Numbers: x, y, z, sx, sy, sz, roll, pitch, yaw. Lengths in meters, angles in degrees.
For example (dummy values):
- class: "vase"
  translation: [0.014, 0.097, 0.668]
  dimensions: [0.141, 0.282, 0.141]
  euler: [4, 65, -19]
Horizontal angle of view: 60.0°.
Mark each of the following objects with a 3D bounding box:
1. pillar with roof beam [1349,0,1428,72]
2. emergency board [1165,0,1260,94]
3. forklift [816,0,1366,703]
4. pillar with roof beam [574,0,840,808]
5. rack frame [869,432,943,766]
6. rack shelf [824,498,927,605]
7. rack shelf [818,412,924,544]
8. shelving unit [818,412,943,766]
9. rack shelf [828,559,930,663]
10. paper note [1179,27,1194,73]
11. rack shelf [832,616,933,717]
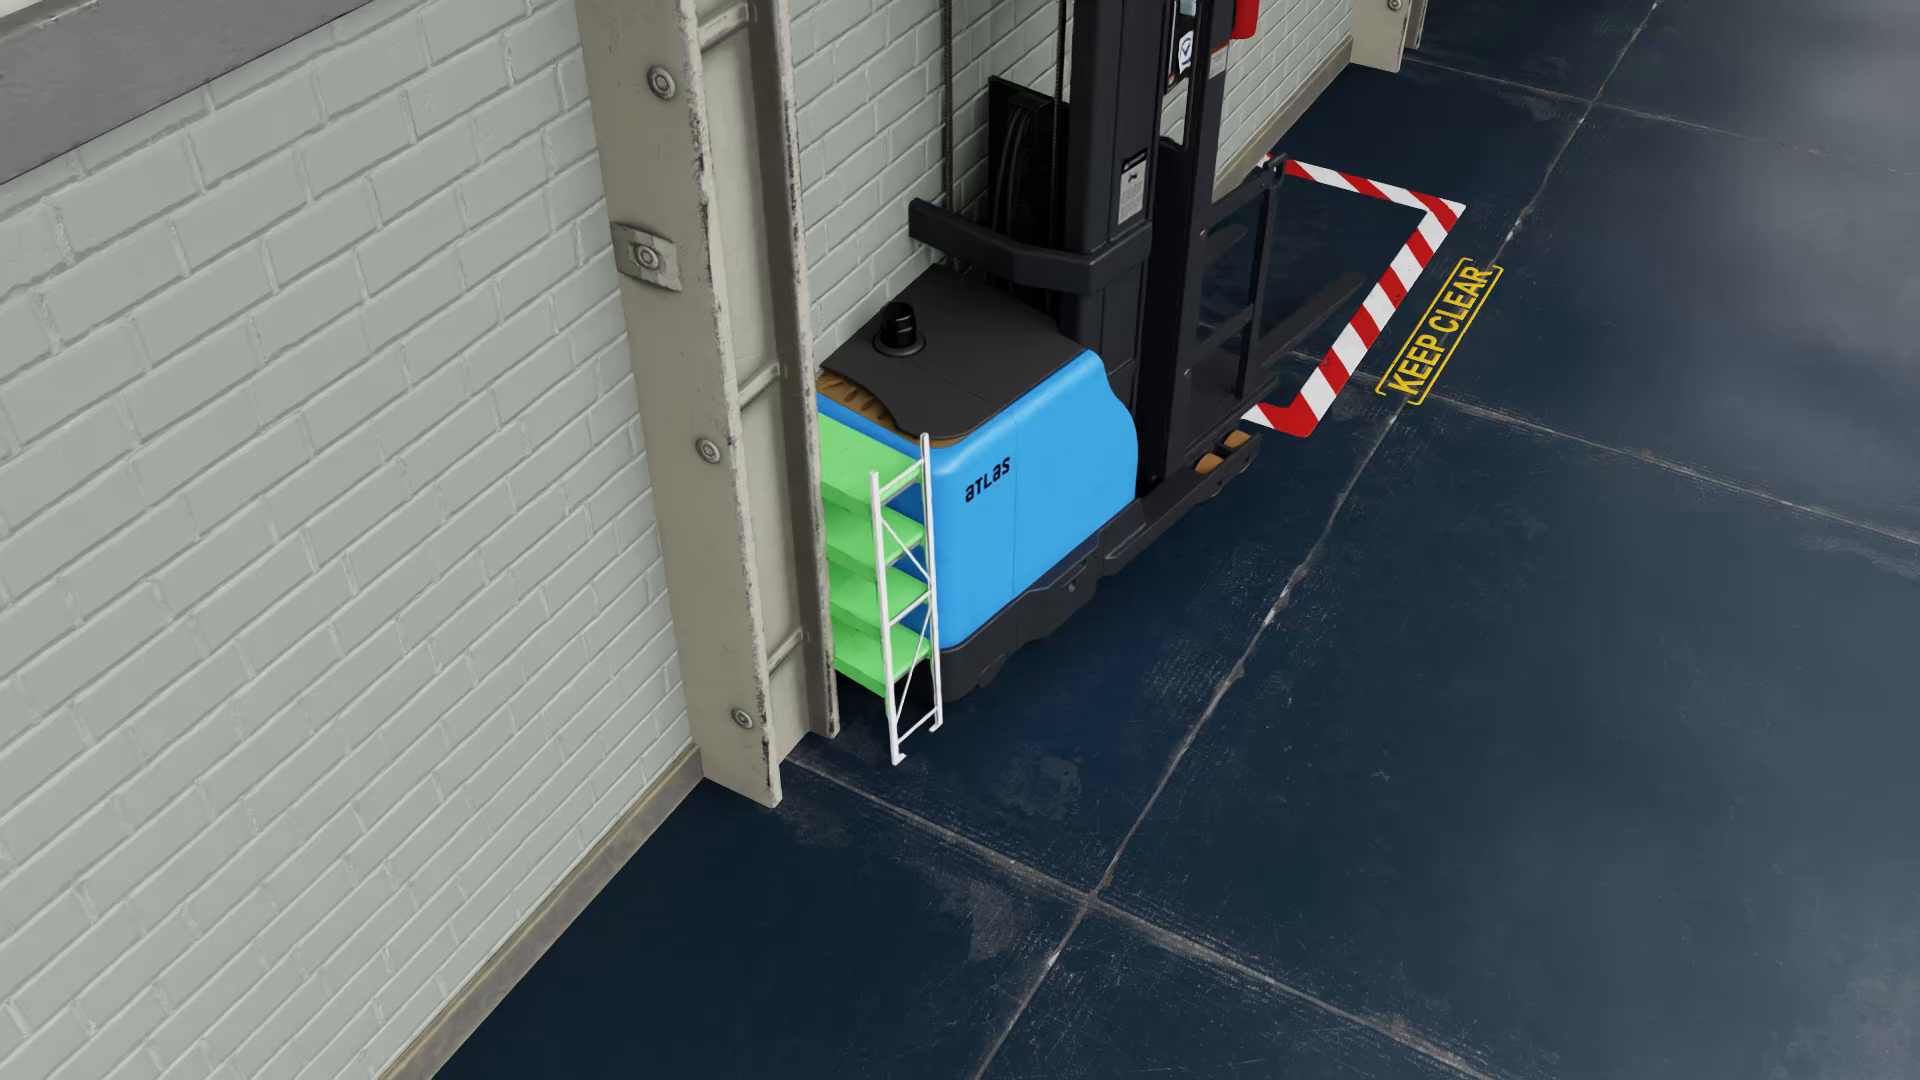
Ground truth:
- class: "pillar with roof beam"
  translation: [6.102, -4.697, 4.775]
  dimensions: [9.100, 9.000, 0.400]
  euler: [21, 45, 22]
- class: "emergency board"
  translation: [1.105, -2.468, 6.783]
  dimensions: [0.194, 1.169, 0.643]
  euler: [21, 45, 22]
- class: "forklift"
  translation: [0.528, -1.461, 5.691]
  dimensions: [1.130, 2.935, 3.031]
  euler: [29, 49, 29]
- class: "pillar with roof beam"
  translation: [3.100, -1.264, 0.876]
  dimensions: [9.100, 9.000, 0.400]
  euler: [21, 45, 22]
- class: "rack frame"
  translation: [-0.156, 0.212, 5.084]
  dimensions: [0.015, 1.200, 0.240]
  euler: [27, 48, 30]
- class: "rack shelf"
  translation: [-0.348, -0.019, 5.092]
  dimensions: [0.480, 0.148, 0.258]
  euler: [27, 48, 30]
- class: "rack shelf"
  translation: [-0.355, -0.202, 4.937]
  dimensions: [0.480, 0.148, 0.258]
  euler: [27, 48, 30]
- class: "shelving unit"
  translation: [-0.344, 0.115, 5.206]
  dimensions: [0.503, 1.200, 0.258]
  euler: [27, 48, 30]
- class: "rack shelf"
  translation: [-0.342, 0.164, 5.248]
  dimensions: [0.480, 0.148, 0.258]
  euler: [27, 48, 30]
- class: "paper note"
  translation: [0.957, -2.059, 6.985]
  dimensions: [0.016, 0.148, 0.142]
  euler: [21, 45, 22]
- class: "rack shelf"
  translation: [-0.335, 0.347, 5.403]
  dimensions: [0.480, 0.148, 0.258]
  euler: [27, 48, 30]
